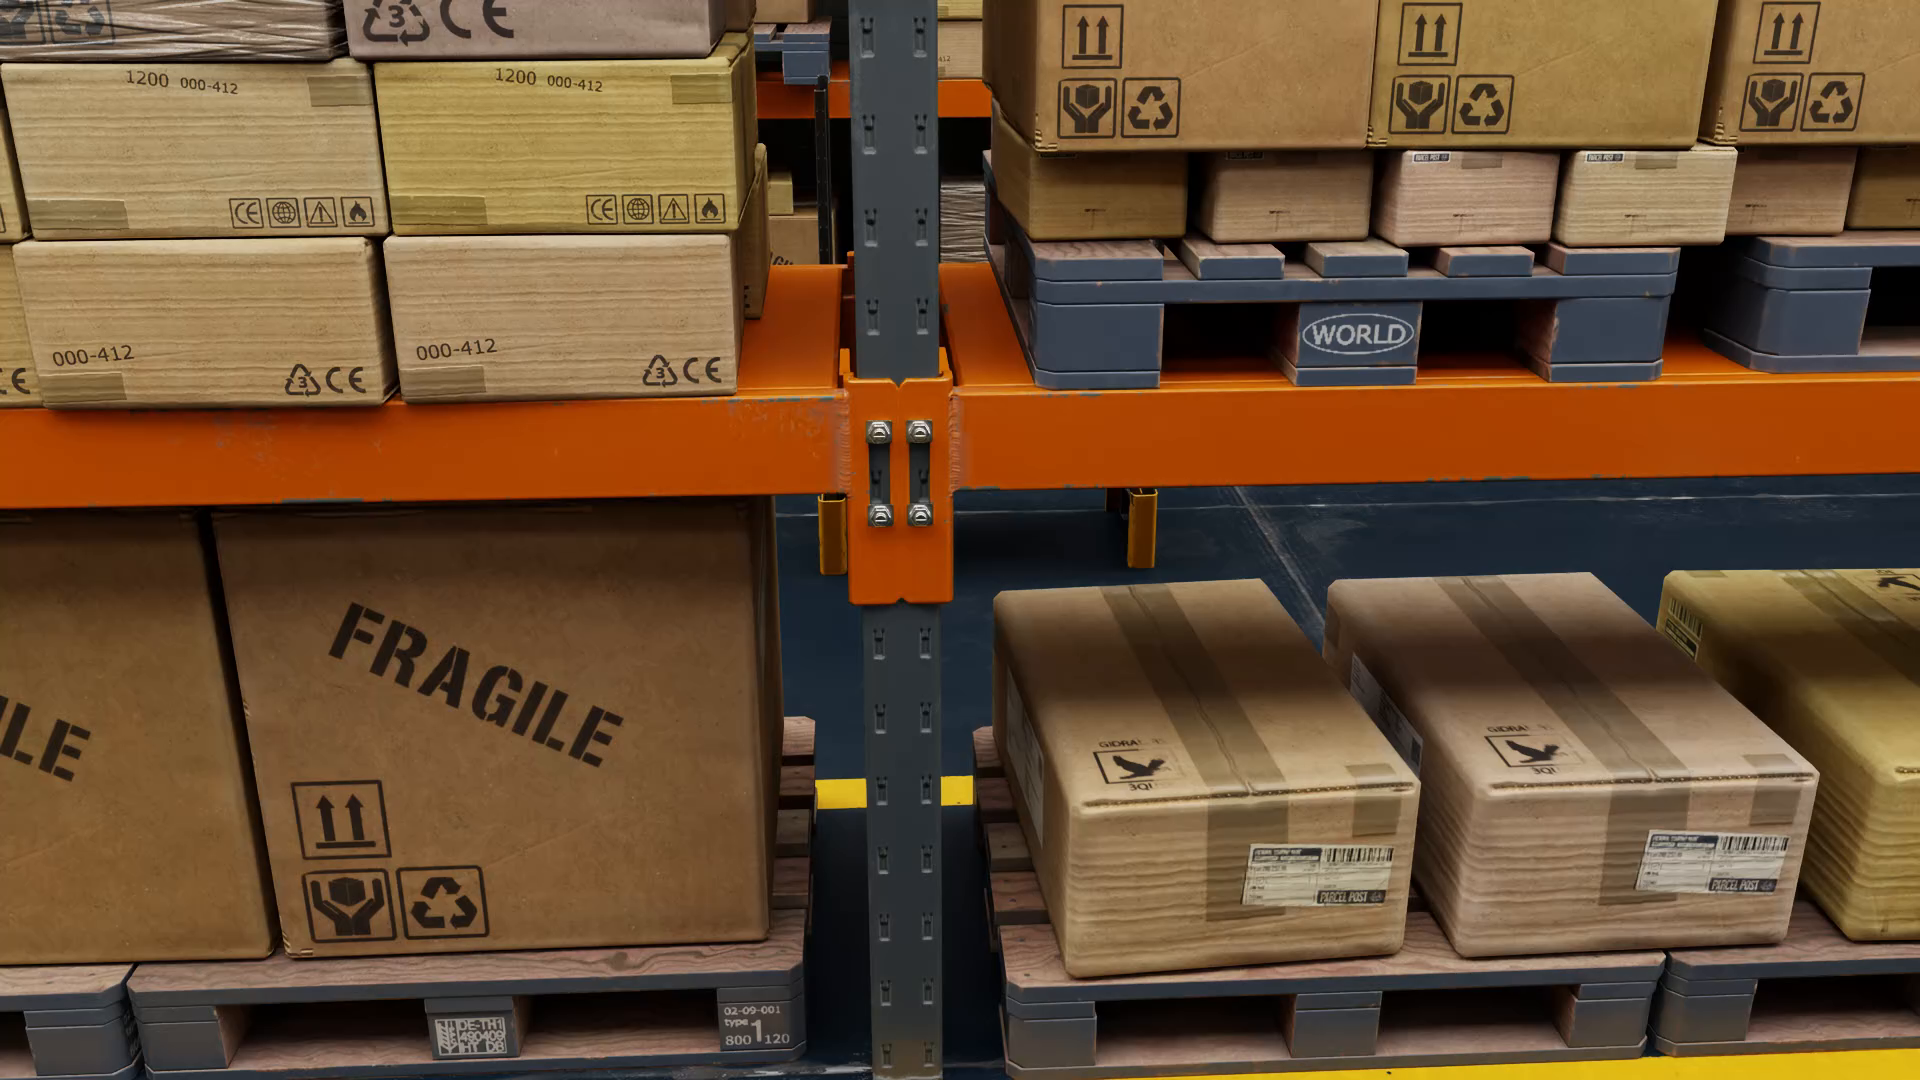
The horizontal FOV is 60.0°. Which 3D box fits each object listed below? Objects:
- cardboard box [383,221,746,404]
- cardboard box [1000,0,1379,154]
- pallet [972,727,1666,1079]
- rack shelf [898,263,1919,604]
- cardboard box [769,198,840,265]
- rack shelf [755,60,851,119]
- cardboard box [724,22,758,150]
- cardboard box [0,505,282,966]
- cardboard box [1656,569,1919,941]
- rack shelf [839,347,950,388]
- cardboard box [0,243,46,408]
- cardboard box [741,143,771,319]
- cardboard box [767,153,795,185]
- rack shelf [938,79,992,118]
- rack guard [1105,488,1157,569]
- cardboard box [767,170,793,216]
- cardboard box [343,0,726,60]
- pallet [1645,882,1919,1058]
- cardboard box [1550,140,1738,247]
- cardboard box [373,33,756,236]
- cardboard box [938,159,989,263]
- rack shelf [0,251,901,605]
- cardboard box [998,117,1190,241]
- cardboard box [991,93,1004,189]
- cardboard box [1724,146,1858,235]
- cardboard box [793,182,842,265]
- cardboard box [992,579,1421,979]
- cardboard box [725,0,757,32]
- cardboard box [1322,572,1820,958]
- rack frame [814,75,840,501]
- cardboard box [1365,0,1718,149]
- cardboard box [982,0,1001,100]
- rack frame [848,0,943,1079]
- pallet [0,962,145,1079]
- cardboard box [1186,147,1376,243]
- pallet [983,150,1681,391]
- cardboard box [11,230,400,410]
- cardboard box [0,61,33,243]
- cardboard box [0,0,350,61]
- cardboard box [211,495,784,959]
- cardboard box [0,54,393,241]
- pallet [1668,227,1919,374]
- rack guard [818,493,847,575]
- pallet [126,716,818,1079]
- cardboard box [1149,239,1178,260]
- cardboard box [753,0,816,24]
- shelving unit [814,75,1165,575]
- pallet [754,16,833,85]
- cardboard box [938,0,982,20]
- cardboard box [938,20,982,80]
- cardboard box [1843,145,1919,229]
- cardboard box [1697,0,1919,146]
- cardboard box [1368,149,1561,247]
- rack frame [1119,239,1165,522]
[{"bbox_3d":[-0.613,-0.416,2.708,0.500,0.250,0.500,-2,21,-5],"label":"cardboard box"},{"bbox_3d":[0.339,-0.897,2.613,0.500,0.500,0.500,-2,21,-5],"label":"cardboard box"},{"bbox_3d":[0.657,0.699,3.487,1.213,0.211,1.003,-1,21,-3],"label":"pallet"},{"bbox_3d":[1.874,-0.293,3.185,4.000,0.370,1.077,-1,21,-3],"label":"rack shelf"},{"bbox_3d":[-0.820,-1.295,7.729,0.500,0.500,0.500,-1,21,-1],"label":"cardboard box"},{"bbox_3d":[-2.407,-1.975,7.603,4.000,0.370,1.077,-1,21,-3],"label":"rack shelf"},{"bbox_3d":[-0.643,-0.829,3.092,0.500,0.250,0.500,-1,21,-3],"label":"cardboard box"},{"bbox_3d":[-1.708,0.209,3.251,0.875,0.875,0.875,-1,21,-2],"label":"cardboard box"},{"bbox_3d":[1.935,0.404,3.446,0.625,0.372,0.950,0,21,-1],"label":"cardboard box"},{"bbox_3d":[0.085,-0.535,5.423,1.000,0.185,0.538,-1,21,-3],"label":"rack shelf"},{"bbox_3d":[-1.626,-0.395,2.654,0.500,0.250,0.500,-1,21,-4],"label":"cardboard box"},{"bbox_3d":[-0.626,-0.598,3.186,0.500,0.250,0.500,-2,21,-4],"label":"cardboard box"},{"bbox_3d":[-0.949,-1.783,8.099,0.250,0.149,0.380,0,21,0],"label":"cardboard box"},{"bbox_3d":[1.587,-2.056,7.817,4.000,0.370,1.077,-1,21,-3],"label":"rack shelf"},{"bbox_3d":[0.573,-0.128,5.607,0.087,0.250,0.587,-1,21,-3],"label":"rack guard"},{"bbox_3d":[-0.889,-1.583,7.574,0.250,0.149,0.380,-2,21,-6],"label":"cardboard box"},{"bbox_3d":[-0.624,-0.999,2.483,0.500,0.500,0.500,-2,21,-5],"label":"cardboard box"},{"bbox_3d":[1.872,0.676,3.549,1.213,0.211,1.003,-1,21,-3],"label":"pallet"},{"bbox_3d":[1.048,-0.589,2.715,0.250,0.149,0.380,-1,21,-3],"label":"cardboard box"},{"bbox_3d":[-0.592,-0.652,2.626,0.500,0.250,0.500,-1,21,-3],"label":"cardboard box"},{"bbox_3d":[0.213,-1.446,7.950,0.625,0.625,0.875,-1,21,-1],"label":"cardboard box"},{"bbox_3d":[-2.120,-0.212,2.972,4.000,0.370,1.077,-1,21,-3],"label":"rack shelf"},{"bbox_3d":[0.212,-0.608,2.765,0.250,0.149,0.380,-2,21,-6],"label":"cardboard box"},{"bbox_3d":[0.191,-0.757,3.158,0.250,0.149,0.380,0,21,-1],"label":"cardboard box"},{"bbox_3d":[1.284,-0.622,2.801,0.250,0.149,0.380,0,21,0],"label":"cardboard box"},{"bbox_3d":[-0.847,-1.471,8.191,0.500,0.500,0.500,0,21,-1],"label":"cardboard box"},{"bbox_3d":[0.442,0.435,3.364,0.625,0.372,0.950,-3,21,-7],"label":"cardboard box"},{"bbox_3d":[-0.629,-1.179,2.957,0.500,0.500,0.500,-2,21,-5],"label":"cardboard box"},{"bbox_3d":[1.178,0.418,3.411,0.625,0.372,0.950,-2,21,-4],"label":"cardboard box"},{"bbox_3d":[-0.422,-0.692,5.332,0.032,1.500,0.500,-1,21,-3],"label":"rack frame"},{"bbox_3d":[0.859,-0.910,2.648,0.500,0.500,0.500,0,21,0],"label":"cardboard box"},{"bbox_3d":[0.315,-1.078,3.089,0.500,0.500,0.500,-2,21,-5],"label":"cardboard box"},{"bbox_3d":[-0.123,-0.588,2.951,0.127,3.000,1.000,-1,21,-3],"label":"rack frame"},{"bbox_3d":[-2.130,0.728,3.413,1.213,0.211,1.003,-1,21,-3],"label":"pallet"},{"bbox_3d":[0.496,-0.602,2.748,0.250,0.149,0.380,-2,21,-6],"label":"cardboard box"},{"bbox_3d":[0.582,-0.551,3.122,1.003,0.211,1.213,-1,21,-3],"label":"pallet"},{"bbox_3d":[-1.122,-0.400,2.666,0.500,0.250,0.500,-1,21,-2],"label":"cardboard box"},{"bbox_3d":[-1.614,-0.622,2.548,0.500,0.250,0.500,-2,21,-4],"label":"cardboard box"},{"bbox_3d":[-1.136,-0.986,2.448,0.500,0.500,0.500,-1,21,-2],"label":"cardboard box"},{"bbox_3d":[-0.817,0.193,3.295,0.875,0.875,0.875,-1,21,-4],"label":"cardboard box"},{"bbox_3d":[-1.104,-0.640,2.595,0.500,0.250,0.500,-2,21,-4],"label":"cardboard box"},{"bbox_3d":[1.851,-0.554,3.129,1.213,0.211,1.003,-1,21,-3],"label":"pallet"},{"bbox_3d":[-0.421,-0.108,5.554,0.087,0.250,0.587,-1,21,-3],"label":"rack guard"},{"bbox_3d":[-0.914,0.704,3.475,1.213,0.211,1.003,-1,21,-3],"label":"pallet"},{"bbox_3d":[0.865,-1.462,7.992,0.625,0.625,0.875,0,21,-1],"label":"cardboard box"},{"bbox_3d":[-0.933,-2.640,7.608,0.500,0.500,0.500,0,21,-1],"label":"cardboard box"},{"bbox_3d":[0.076,-0.702,5.358,1.083,1.500,0.587,-1,21,-3],"label":"shelving unit"},{"bbox_3d":[-1.083,-2.223,7.514,1.003,0.211,1.213,-1,21,-3],"label":"pallet"},{"bbox_3d":[0.048,-2.428,7.292,0.500,0.250,0.500,-1,21,-3],"label":"cardboard box"},{"bbox_3d":[0.047,-2.204,7.404,0.500,0.250,0.500,-1,21,-3],"label":"cardboard box"},{"bbox_3d":[1.564,-0.641,2.852,0.250,0.149,0.380,0,21,-1],"label":"cardboard box"},{"bbox_3d":[1.389,-0.924,2.682,0.500,0.500,0.500,-1,21,-2],"label":"cardboard box"},{"bbox_3d":[0.772,-0.591,2.720,0.250,0.149,0.380,-3,21,-7],"label":"cardboard box"},{"bbox_3d":[0.593,-0.713,5.386,0.032,1.500,0.500,-1,21,-3],"label":"rack frame"}]
